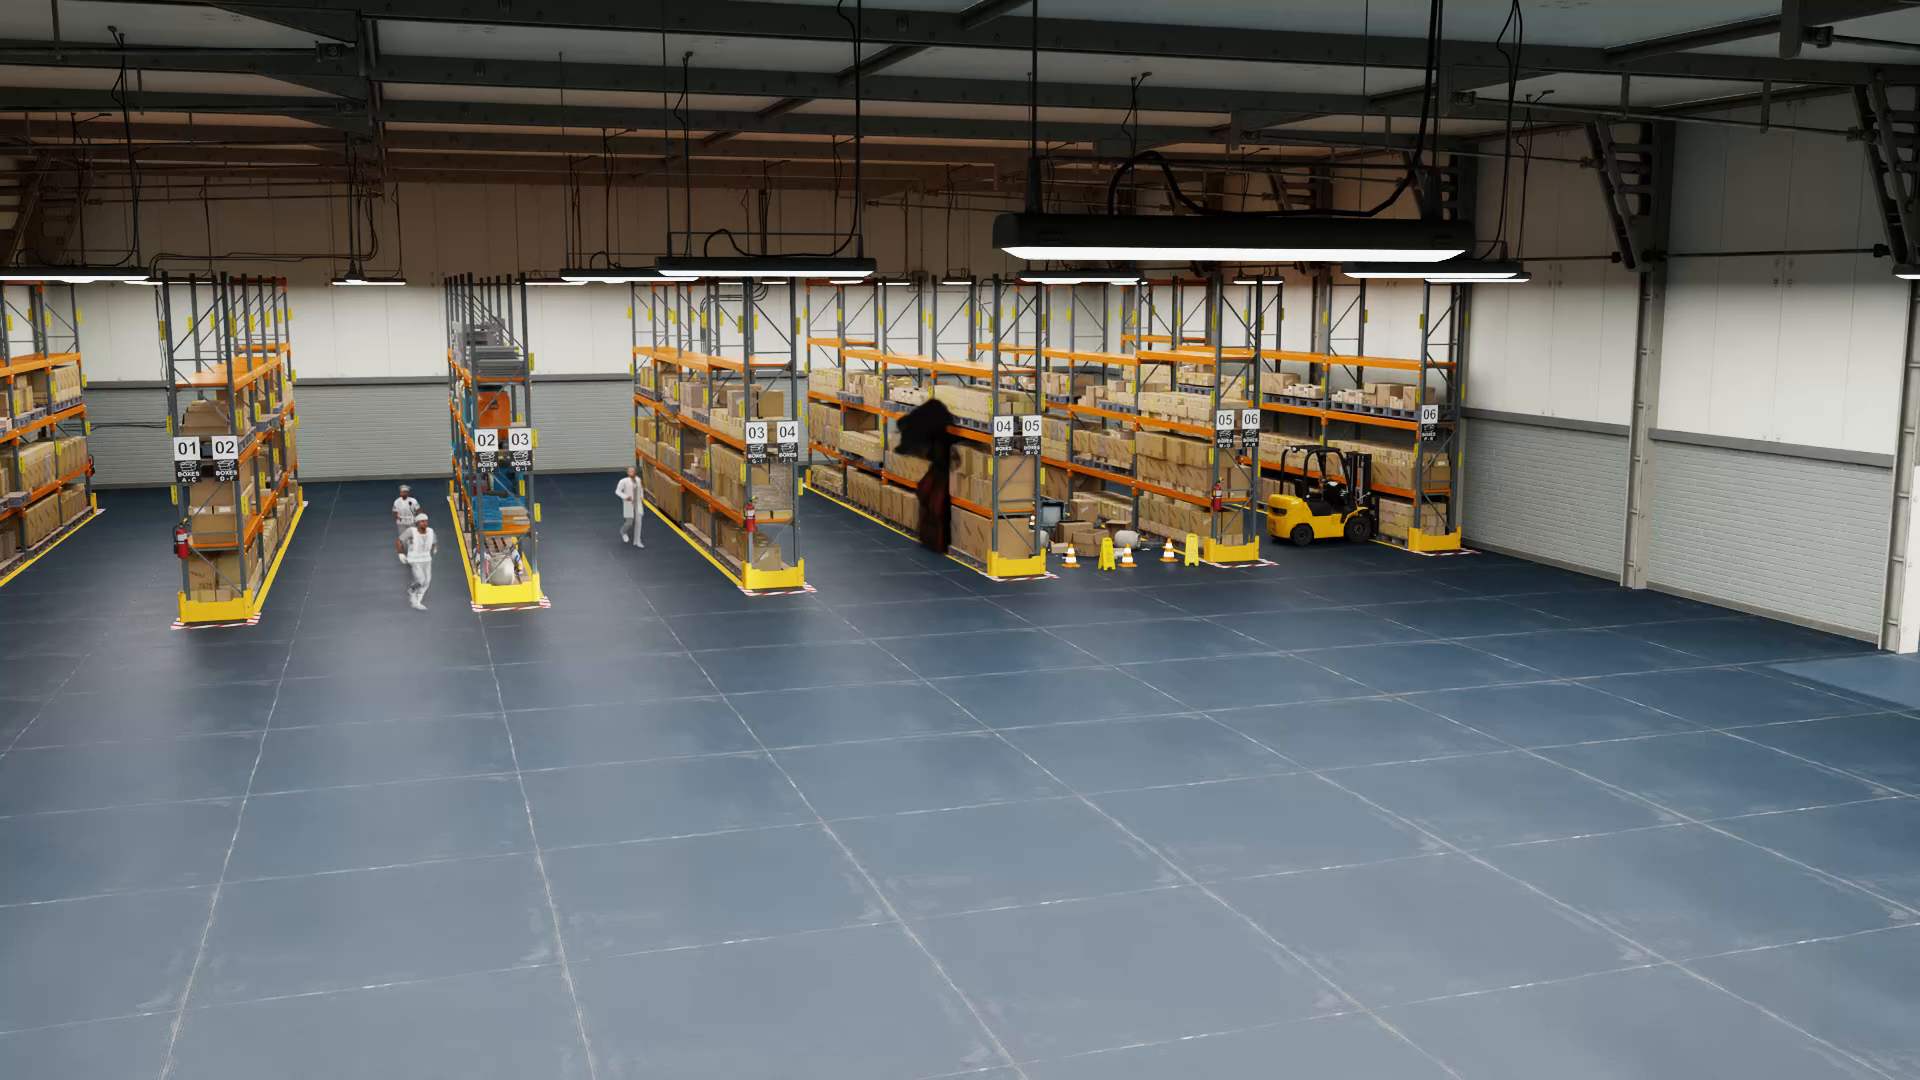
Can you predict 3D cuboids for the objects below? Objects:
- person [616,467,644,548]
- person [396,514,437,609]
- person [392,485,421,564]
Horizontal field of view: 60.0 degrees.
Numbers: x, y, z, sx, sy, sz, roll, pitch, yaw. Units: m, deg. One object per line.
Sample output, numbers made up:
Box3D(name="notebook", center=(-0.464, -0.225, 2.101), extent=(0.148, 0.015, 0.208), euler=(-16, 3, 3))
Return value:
Box3D(name="person", center=(-7.359, -0.754, 37.229), extent=(0.712, 1.776, 0.955), euler=(-6, 10, -33))
Box3D(name="person", center=(-9.630, 0.390, 29.745), extent=(0.617, 1.729, 0.679), euler=(8, 12, 41))
Box3D(name="person", center=(-11.571, -0.324, 34.770), extent=(0.569, 1.661, 0.529), euler=(-2, 9, -11))
